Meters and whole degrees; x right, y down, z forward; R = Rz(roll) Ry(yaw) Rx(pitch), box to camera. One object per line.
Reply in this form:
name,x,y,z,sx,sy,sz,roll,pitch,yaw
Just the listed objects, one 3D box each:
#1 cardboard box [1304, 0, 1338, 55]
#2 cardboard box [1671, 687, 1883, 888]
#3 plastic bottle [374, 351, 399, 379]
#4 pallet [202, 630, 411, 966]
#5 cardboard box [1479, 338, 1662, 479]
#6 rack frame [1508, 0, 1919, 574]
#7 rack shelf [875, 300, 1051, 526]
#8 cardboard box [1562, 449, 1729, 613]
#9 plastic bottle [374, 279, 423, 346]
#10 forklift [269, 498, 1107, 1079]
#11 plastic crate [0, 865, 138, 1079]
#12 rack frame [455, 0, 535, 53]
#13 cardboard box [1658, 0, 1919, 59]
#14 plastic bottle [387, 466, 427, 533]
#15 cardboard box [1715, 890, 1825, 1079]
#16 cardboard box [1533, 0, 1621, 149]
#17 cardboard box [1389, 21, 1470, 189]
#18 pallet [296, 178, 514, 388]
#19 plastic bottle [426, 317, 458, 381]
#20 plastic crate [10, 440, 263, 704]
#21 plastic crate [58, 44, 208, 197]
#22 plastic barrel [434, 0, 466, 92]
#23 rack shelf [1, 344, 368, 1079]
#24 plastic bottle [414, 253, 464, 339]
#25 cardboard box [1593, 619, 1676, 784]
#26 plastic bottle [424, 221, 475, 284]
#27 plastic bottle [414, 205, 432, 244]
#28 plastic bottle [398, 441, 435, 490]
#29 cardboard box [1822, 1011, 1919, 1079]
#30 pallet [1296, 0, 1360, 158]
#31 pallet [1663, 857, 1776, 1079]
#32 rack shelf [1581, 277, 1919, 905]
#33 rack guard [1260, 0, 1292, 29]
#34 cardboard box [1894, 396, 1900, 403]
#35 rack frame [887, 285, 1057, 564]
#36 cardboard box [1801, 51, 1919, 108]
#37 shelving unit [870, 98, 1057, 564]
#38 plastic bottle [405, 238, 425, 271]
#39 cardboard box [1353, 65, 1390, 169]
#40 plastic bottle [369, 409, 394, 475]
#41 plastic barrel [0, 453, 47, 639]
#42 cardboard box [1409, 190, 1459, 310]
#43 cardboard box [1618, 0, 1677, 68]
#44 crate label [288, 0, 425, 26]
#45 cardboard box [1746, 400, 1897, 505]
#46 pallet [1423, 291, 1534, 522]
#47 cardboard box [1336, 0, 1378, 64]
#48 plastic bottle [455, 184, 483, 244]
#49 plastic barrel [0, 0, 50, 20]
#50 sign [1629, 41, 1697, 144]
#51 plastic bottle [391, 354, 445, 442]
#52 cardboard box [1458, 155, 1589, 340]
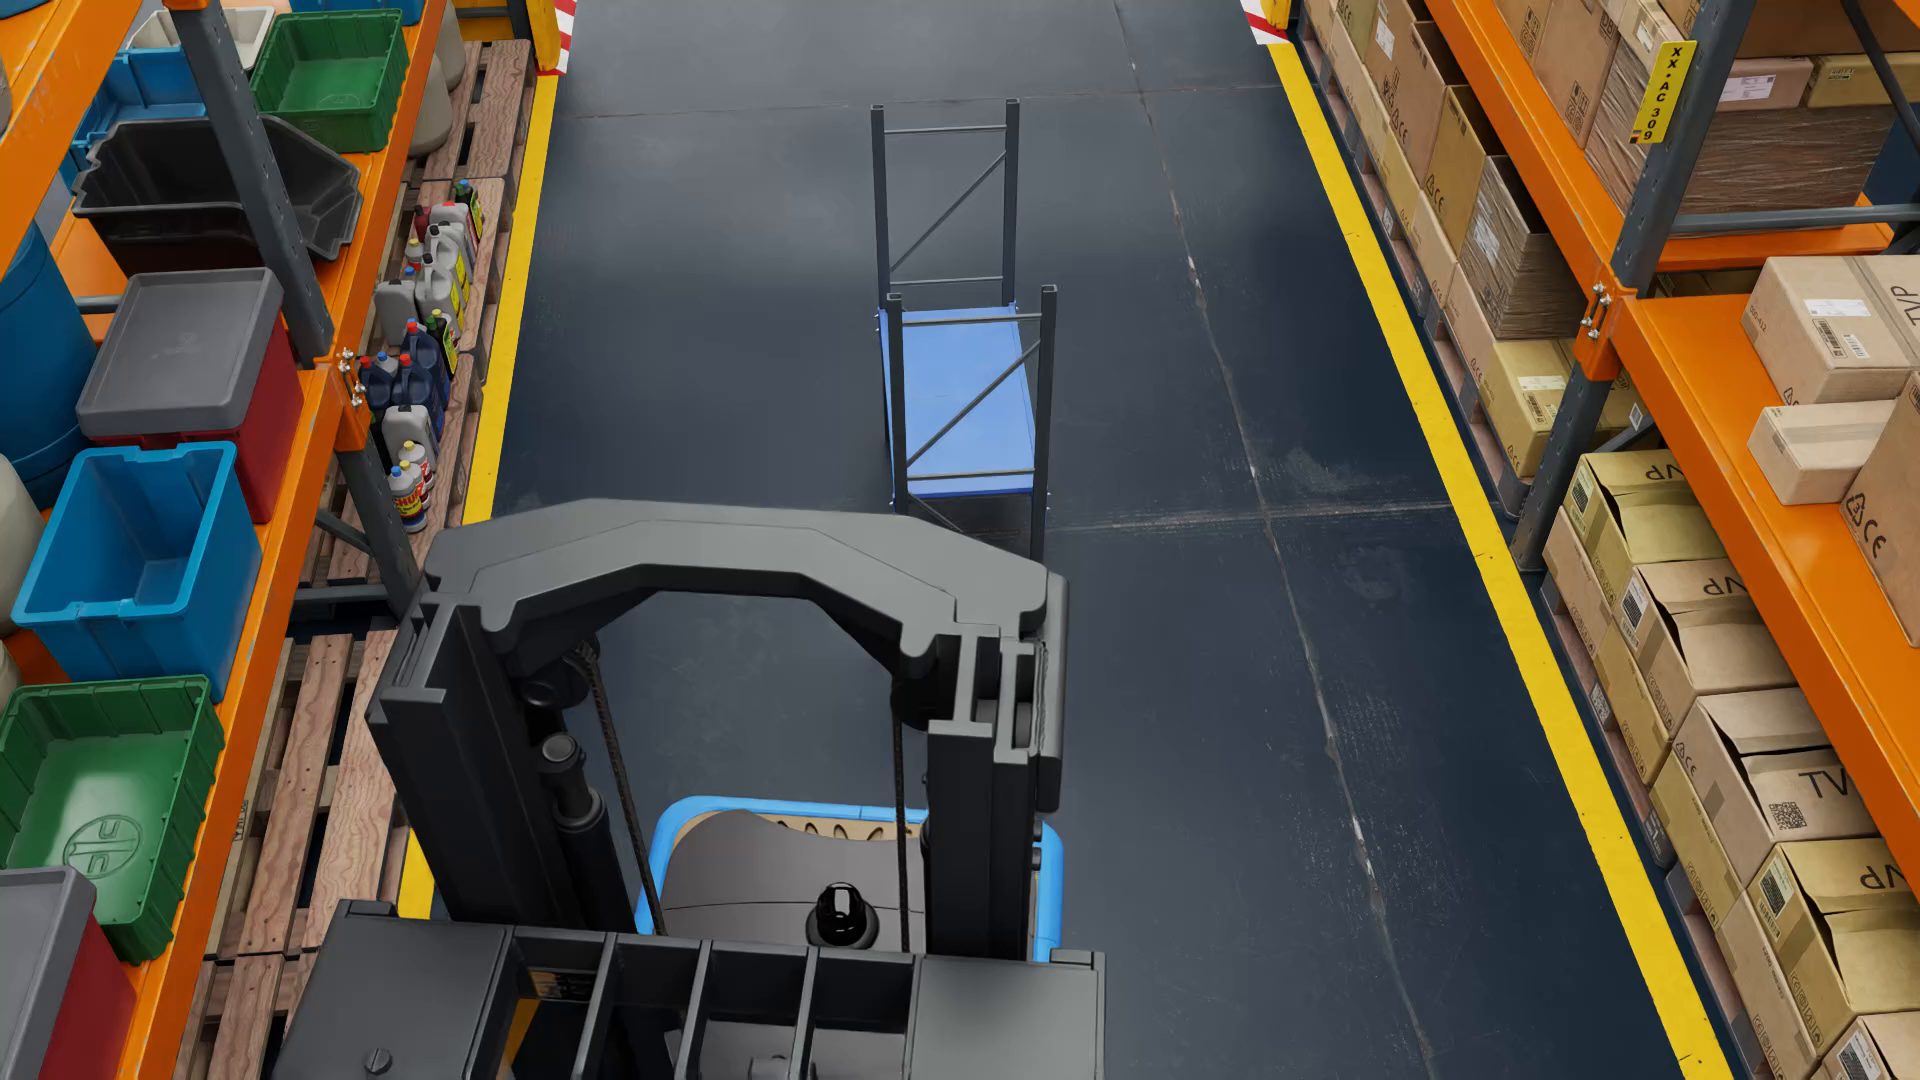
cardboard box,2.042,-2.674,8.321,0.500,0.250,0.500,-3,47,-3
cardboard box,2.421,0.677,4.761,0.500,0.311,0.500,-5,47,-5
plastic bottle,-2.169,-0.604,6.332,0.097,0.271,0.097,0,47,0
pallet,-2.278,0.841,5.309,1.003,0.211,1.213,-3,47,-3
cardboard box,2.297,-0.504,6.266,0.500,0.250,0.500,-3,47,-3
rack frame,2.554,-0.983,5.115,1.000,3.000,0.127,-3,47,-3
rack shelf,-0.007,-0.454,5.895,0.538,0.185,1.000,-3,47,-3
cardboard box,2.340,-0.060,5.459,0.500,0.311,0.500,-3,47,-3
plastic bottle,-2.233,-0.925,6.633,0.152,0.276,0.135,-3,47,-3
forklift,-0.360,1.463,2.846,1.130,2.935,3.031,3,47,3
plastic crate,-1.878,1.000,3.193,0.402,0.464,0.583,-3,47,-3
rack frame,-2.717,-3.578,7.573,1.000,3.000,0.127,-3,47,-3
cardboard box,2.510,-1.784,4.911,0.700,0.500,0.500,-3,47,-3
plastic bottle,-1.972,-0.154,5.906,0.097,0.271,0.097,0,47,0
cardboard box,2.470,1.238,4.616,0.500,0.250,0.500,-3,47,-3
cardboard box,2.460,-1.719,5.743,0.700,0.500,0.500,-4,47,-4
cardboard box,2.165,-1.846,7.021,0.500,0.500,0.500,-3,47,-3
pallet,-2.502,-1.099,7.145,1.003,0.211,1.213,-3,47,-3
plastic bottle,-2.025,-0.769,6.480,0.061,0.283,0.133,-2,47,-2
plastic crate,-1.980,0.101,4.100,0.392,0.384,0.575,-3,47,-3
plastic crate,-2.746,-1.417,5.629,0.499,0.251,0.616,-3,47,-3
plastic barrel,-2.586,-2.396,7.877,0.421,0.512,0.421,0,47,0
rack shelf,-2.215,1.010,3.723,1.077,0.370,4.000,-3,47,-3
plastic bottle,-2.088,-0.978,6.632,0.144,0.351,0.185,-4,47,-4
cardboard box,2.382,0.495,5.319,0.500,0.250,0.500,-2,47,-2
plastic bottle,-2.121,-1.206,6.900,0.152,0.276,0.135,-5,47,-4
plastic bottle,-2.239,-1.302,6.985,0.061,0.283,0.133,-3,47,-3
plastic bottle,-1.989,-0.278,6.071,0.097,0.201,0.097,0,47,0
cardboard box,2.510,1.415,4.062,0.500,0.311,0.500,-4,47,-4
pallet,2.325,-2.367,8.346,1.003,0.211,1.213,-3,47,-3
pallet,2.760,1.392,4.787,1.003,0.211,1.213,-3,47,-3
rack shelf,2.721,0.712,4.005,1.077,0.370,4.000,-3,47,-3
rack guard,2.217,-3.034,8.780,1.175,0.500,0.348,-3,47,-3
cardboard box,2.810,-0.311,4.572,0.396,0.266,0.258,-5,47,-4
rack frame,0.035,-0.210,5.416,0.500,1.500,0.032,-3,47,-3
cardboard box,2.724,-1.446,5.038,0.380,0.149,0.250,-4,47,-3
shelving unit,-0.007,-0.577,5.764,0.538,1.500,1.048,-3,47,-3
plastic bottle,-2.244,-1.160,6.907,0.097,0.201,0.097,0,47,0
cardboard box,2.129,-1.951,7.636,0.500,0.250,0.500,-3,47,-3
plastic bottle,-2.133,-0.384,6.116,0.061,0.283,0.133,-3,47,-3
plastic barrel,-2.521,-0.025,4.114,0.433,0.535,0.433,0,47,0
cardboard box,2.209,-1.227,6.951,0.500,0.250,0.500,-3,47,-3
cardboard box,2.299,-1.603,5.186,0.380,0.149,0.250,-4,47,-4
crate label,-2.294,-2.275,6.314,0.502,0.435,0.616,-3,47,-3
cardboard box,2.424,-0.243,4.587,0.380,0.149,0.250,-3,47,-3
pallet,2.529,-0.602,6.674,1.003,0.211,1.213,-3,47,-3
cardboard box,2.086,-2.570,7.706,0.500,0.500,0.500,-3,47,-3
plastic bottle,-2.099,-1.410,7.087,0.061,0.283,0.133,-2,47,-2
plastic barrel,-2.124,-1.533,3.225,0.600,0.901,0.708,-3,47,-3
sign,2.001,-1.273,4.739,0.100,0.325,0.005,-3,47,-3
plastic bottle,-2.037,-0.534,6.211,0.144,0.351,0.185,-2,47,-2
cardboard box,2.267,-1.124,6.337,0.500,0.500,0.500,-3,47,-3
